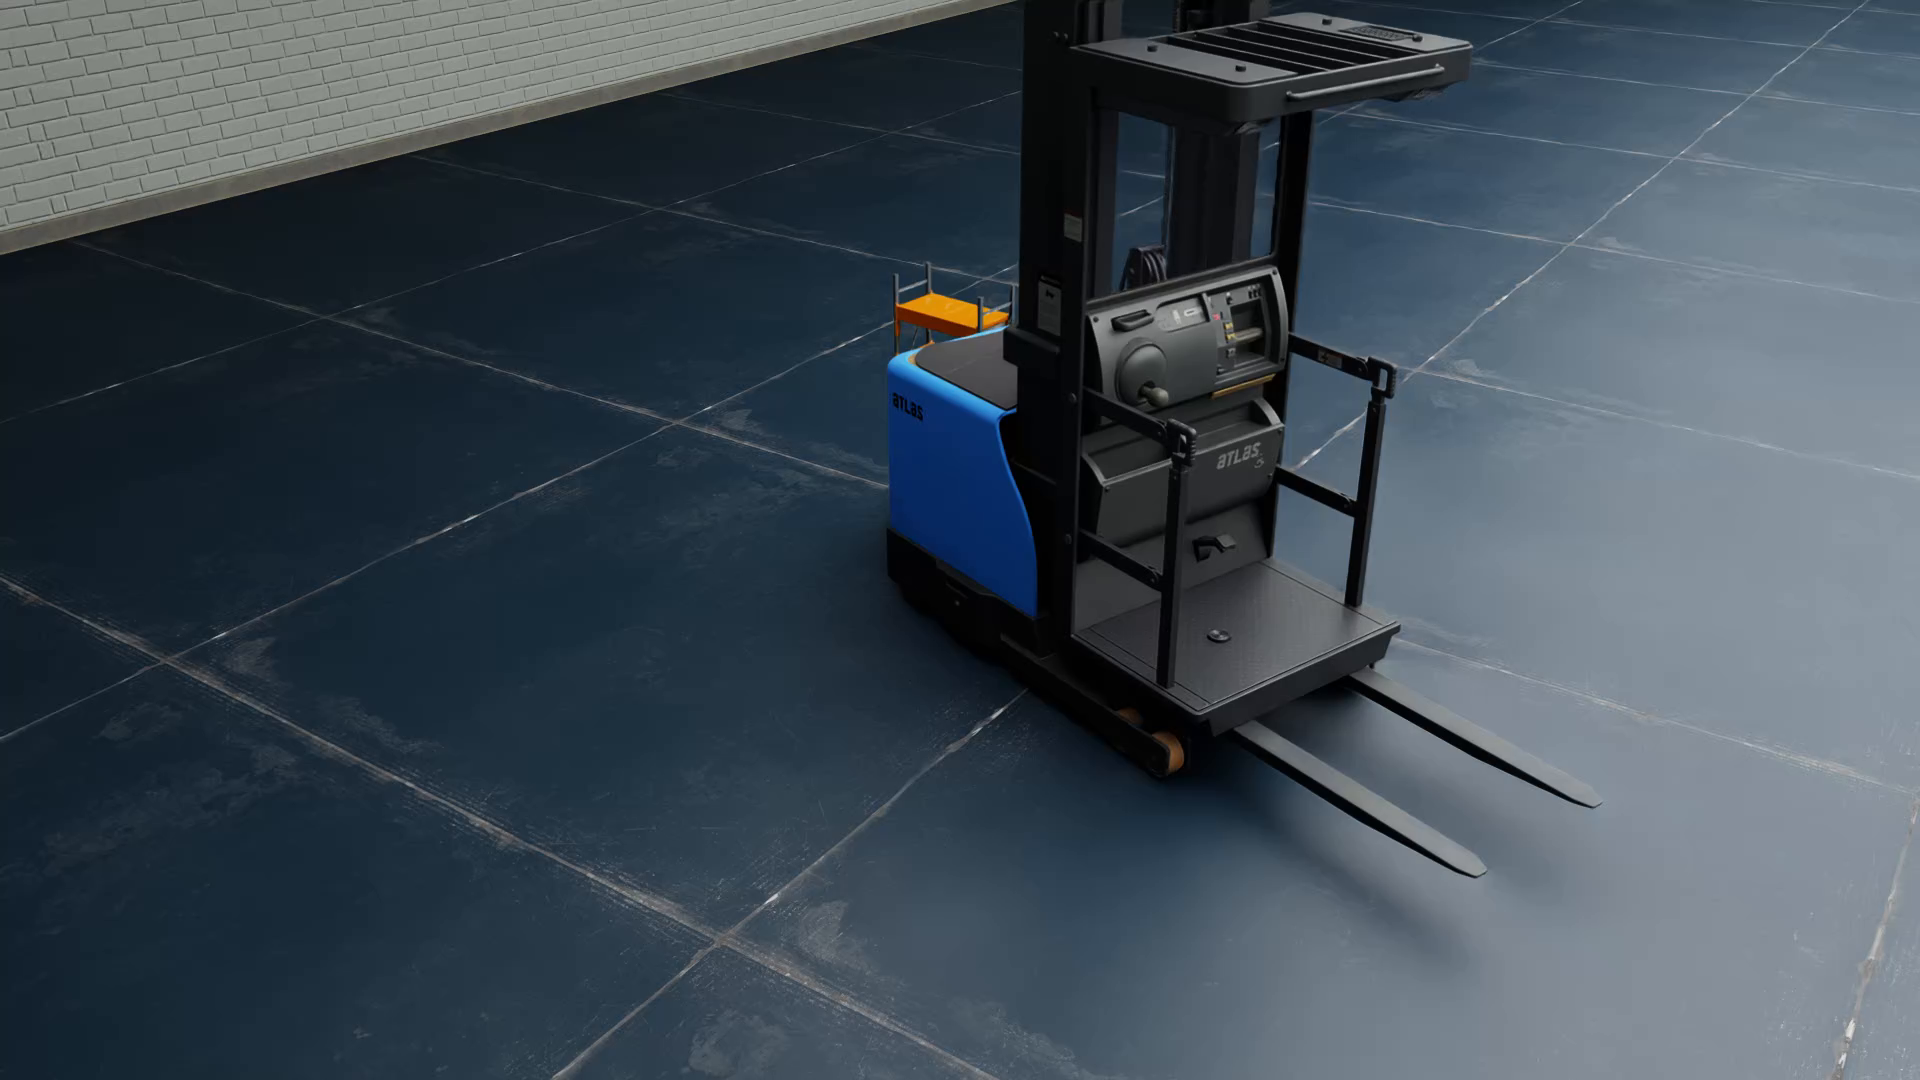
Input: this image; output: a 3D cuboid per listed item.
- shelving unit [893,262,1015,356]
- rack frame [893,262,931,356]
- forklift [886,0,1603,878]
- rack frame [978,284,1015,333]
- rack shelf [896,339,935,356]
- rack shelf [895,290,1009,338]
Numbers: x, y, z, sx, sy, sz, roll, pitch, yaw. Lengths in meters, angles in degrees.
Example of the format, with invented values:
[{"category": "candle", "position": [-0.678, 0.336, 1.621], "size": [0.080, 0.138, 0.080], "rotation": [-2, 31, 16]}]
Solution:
[{"category": "shelving unit", "position": [-0.028, -0.614, 7.597], "size": [0.503, 1.200, 0.258], "rotation": [21, 34, 35]}, {"category": "rack frame", "position": [-0.215, -0.685, 7.737], "size": [0.015, 1.200, 0.240], "rotation": [21, 34, 35]}, {"category": "forklift", "position": [0.965, -0.701, 5.859], "size": [1.130, 2.935, 3.031], "rotation": [-19, 32, -32]}, {"category": "rack frame", "position": [0.158, -0.543, 7.456], "size": [0.015, 1.200, 0.240], "rotation": [21, 34, 35]}, {"category": "rack shelf", "position": [-0.028, -0.753, 7.526], "size": [0.480, 0.148, 0.258], "rotation": [21, 34, 35]}, {"category": "rack shelf", "position": [-0.028, -0.964, 7.418], "size": [0.480, 0.148, 0.258], "rotation": [21, 34, 35]}]
